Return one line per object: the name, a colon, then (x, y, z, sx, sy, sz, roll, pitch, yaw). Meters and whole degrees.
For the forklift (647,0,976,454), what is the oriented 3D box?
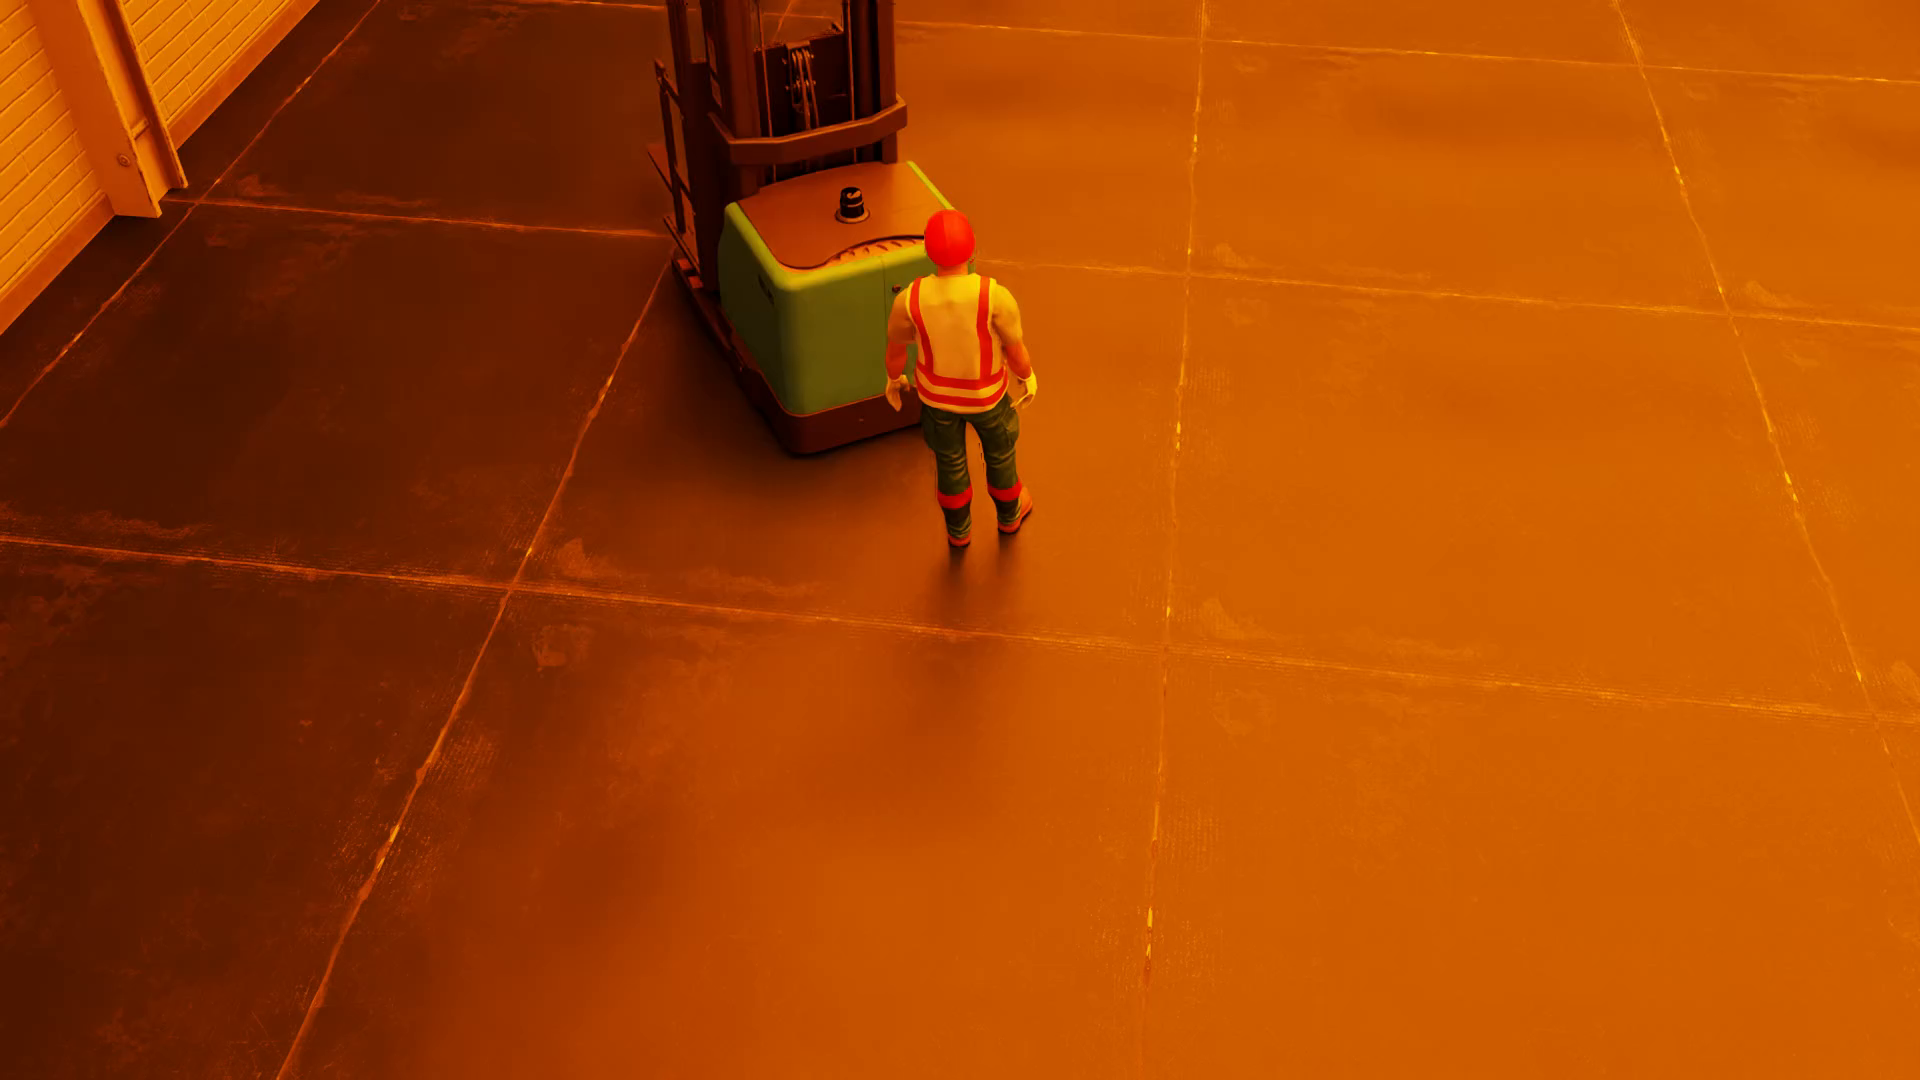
forklift: (-0.983, -2.507, 8.453, 1.130, 2.935, 3.031, -17, 45, -18)

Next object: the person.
person: (0.009, -0.718, 7.344, 0.668, 1.789, 0.560, 5, 43, 5)
